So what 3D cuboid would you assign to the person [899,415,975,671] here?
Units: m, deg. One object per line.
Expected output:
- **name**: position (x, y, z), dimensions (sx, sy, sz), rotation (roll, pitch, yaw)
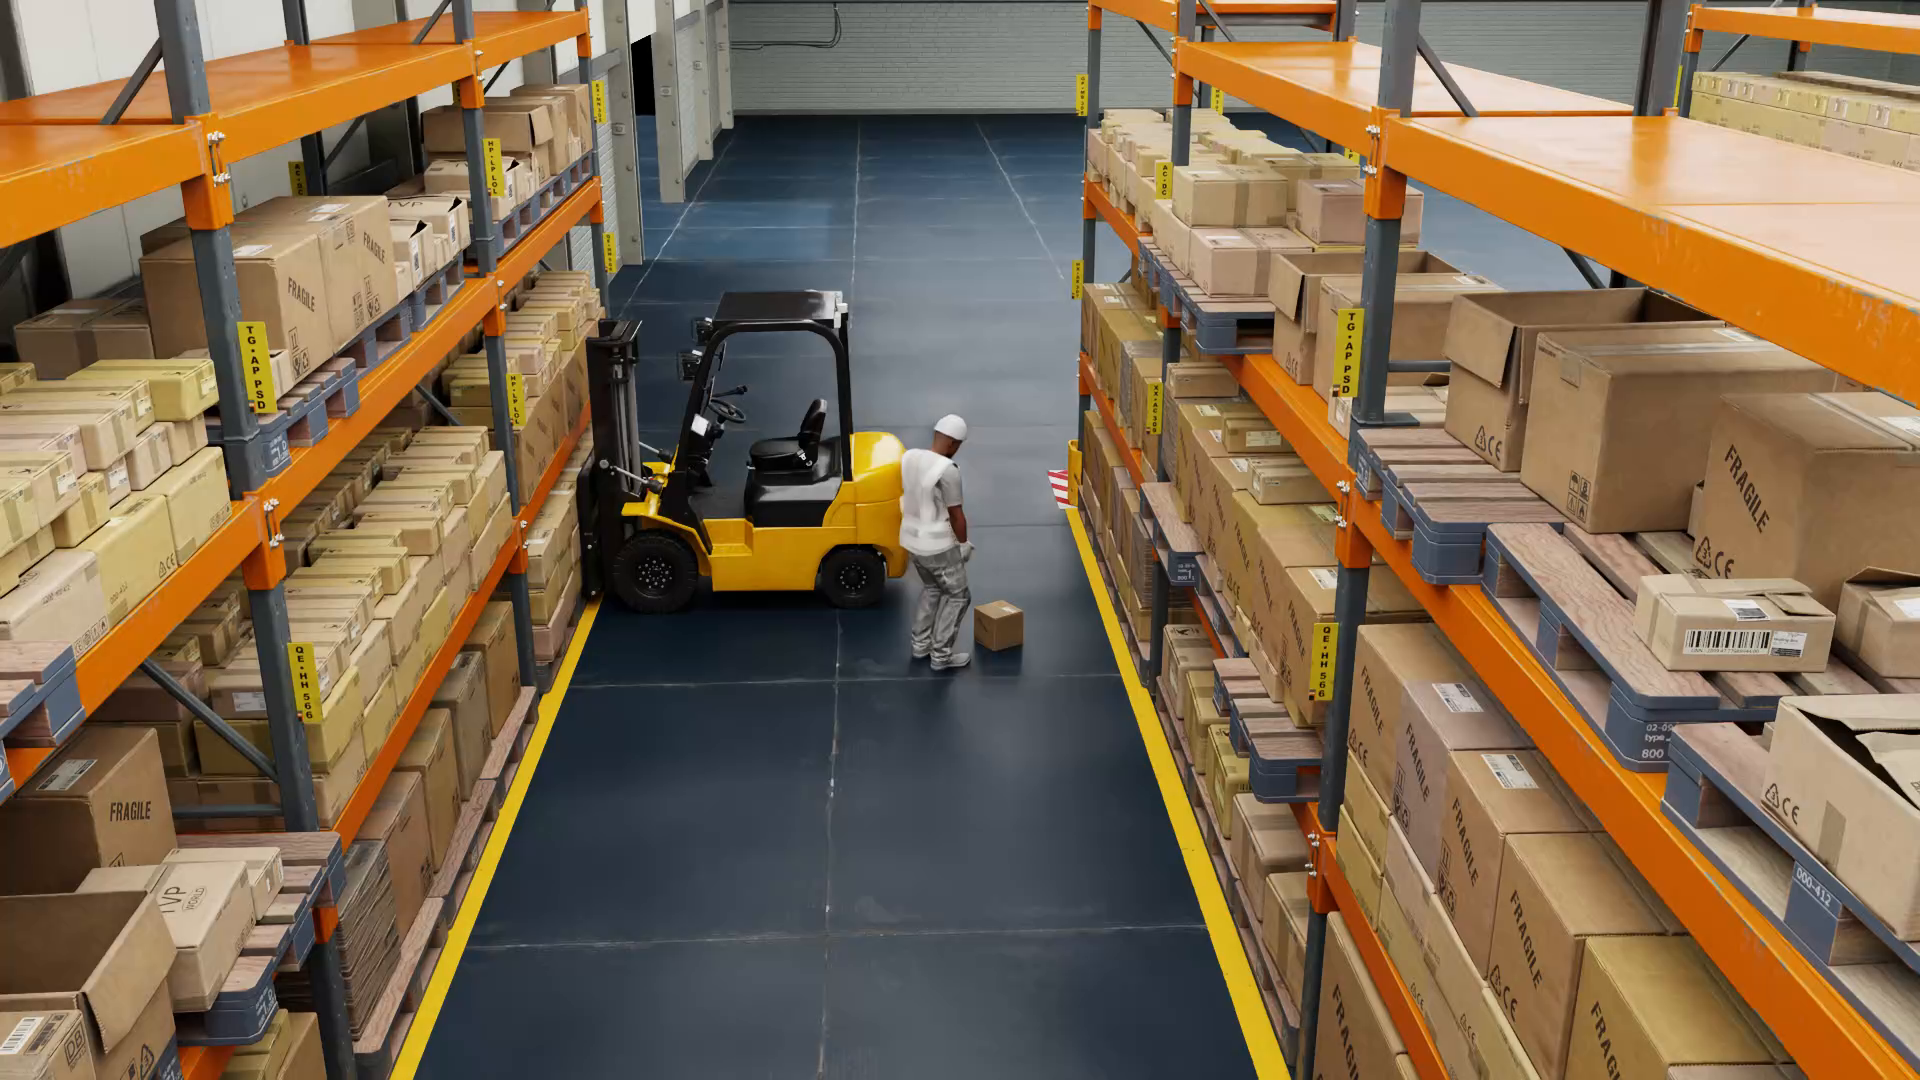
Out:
- **person**: position (-0.155, 0.006, 11.143), dimensions (0.497, 1.709, 0.580), rotation (-13, 24, -31)
